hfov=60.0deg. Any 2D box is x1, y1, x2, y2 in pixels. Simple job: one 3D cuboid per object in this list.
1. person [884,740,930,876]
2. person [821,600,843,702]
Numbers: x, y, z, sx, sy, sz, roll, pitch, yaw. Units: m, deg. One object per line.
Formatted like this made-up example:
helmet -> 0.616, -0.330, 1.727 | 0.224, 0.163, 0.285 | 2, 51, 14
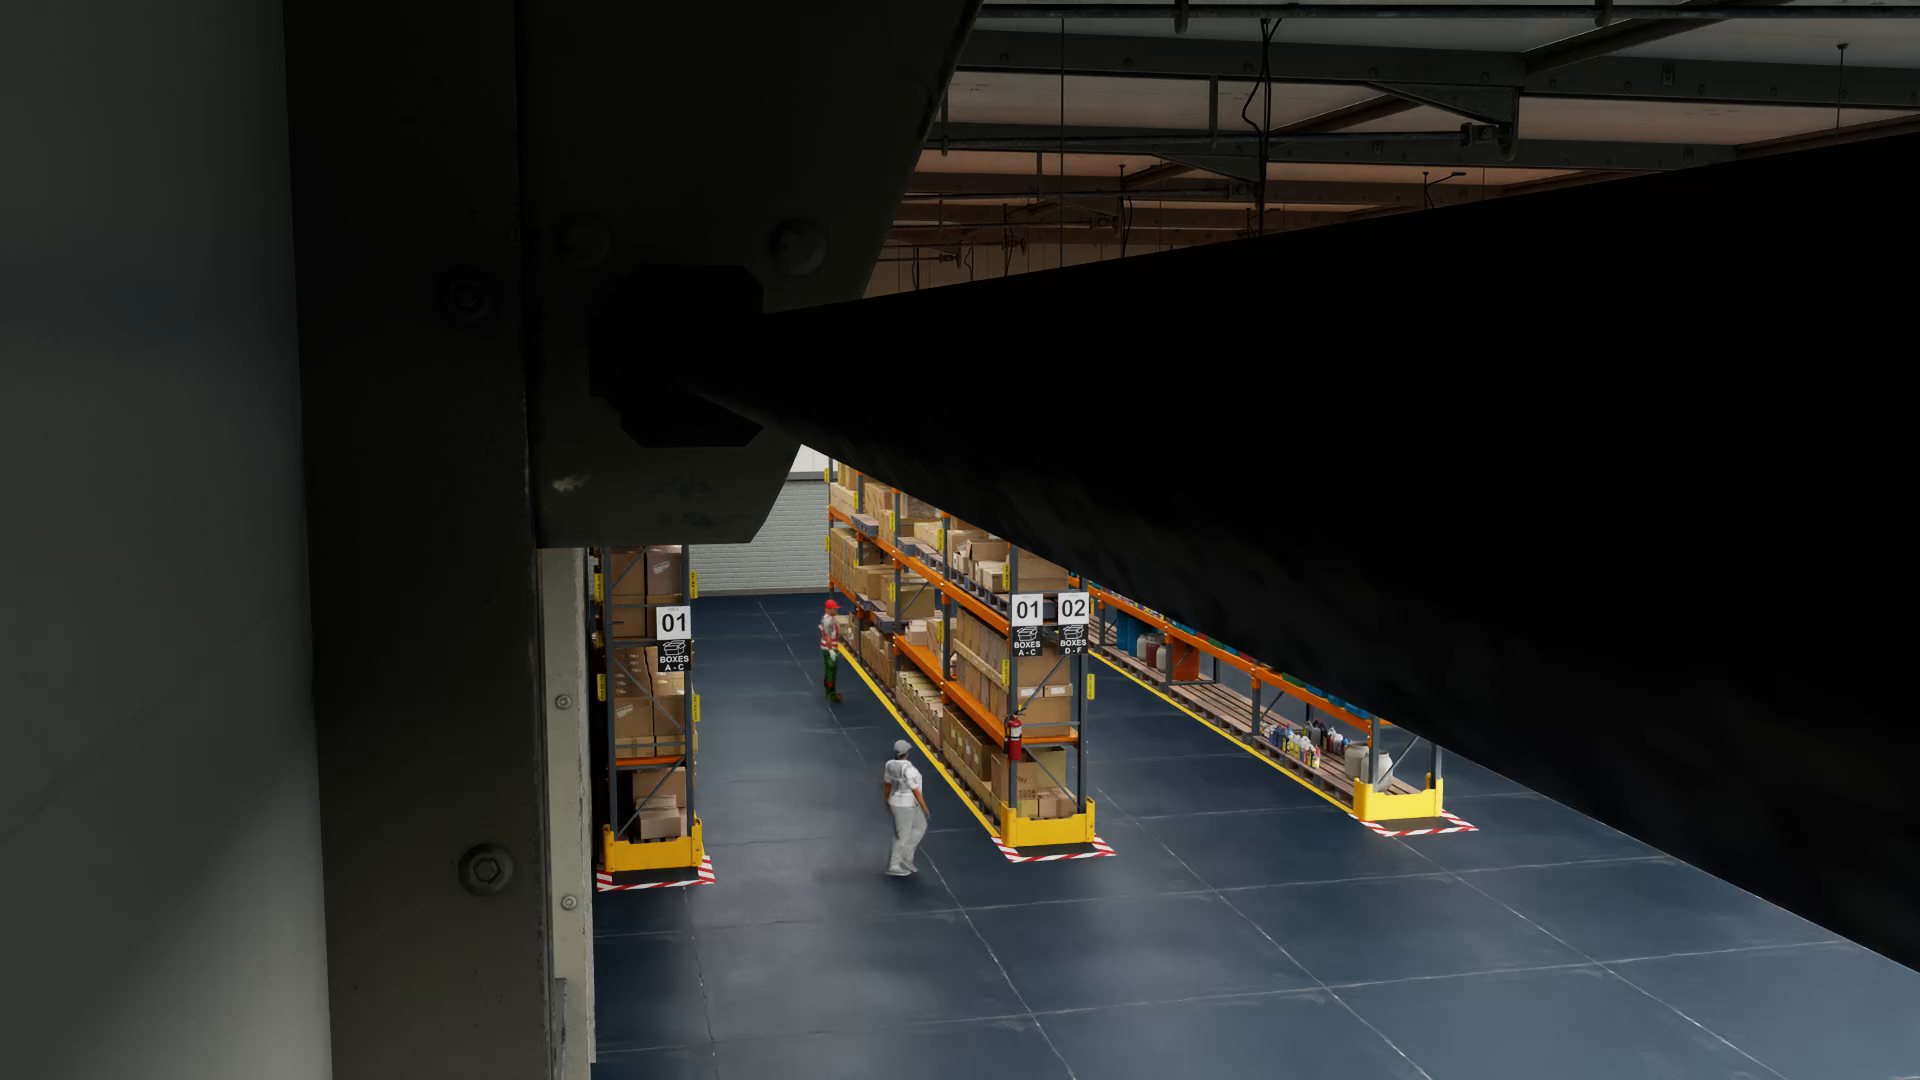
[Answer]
person -> -0.628, 3.181, 19.722 | 0.536, 1.683, 0.506 | 0, 7, -3
person -> -2.266, 1.944, 29.447 | 0.384, 1.790, 0.611 | -1, 7, -7
